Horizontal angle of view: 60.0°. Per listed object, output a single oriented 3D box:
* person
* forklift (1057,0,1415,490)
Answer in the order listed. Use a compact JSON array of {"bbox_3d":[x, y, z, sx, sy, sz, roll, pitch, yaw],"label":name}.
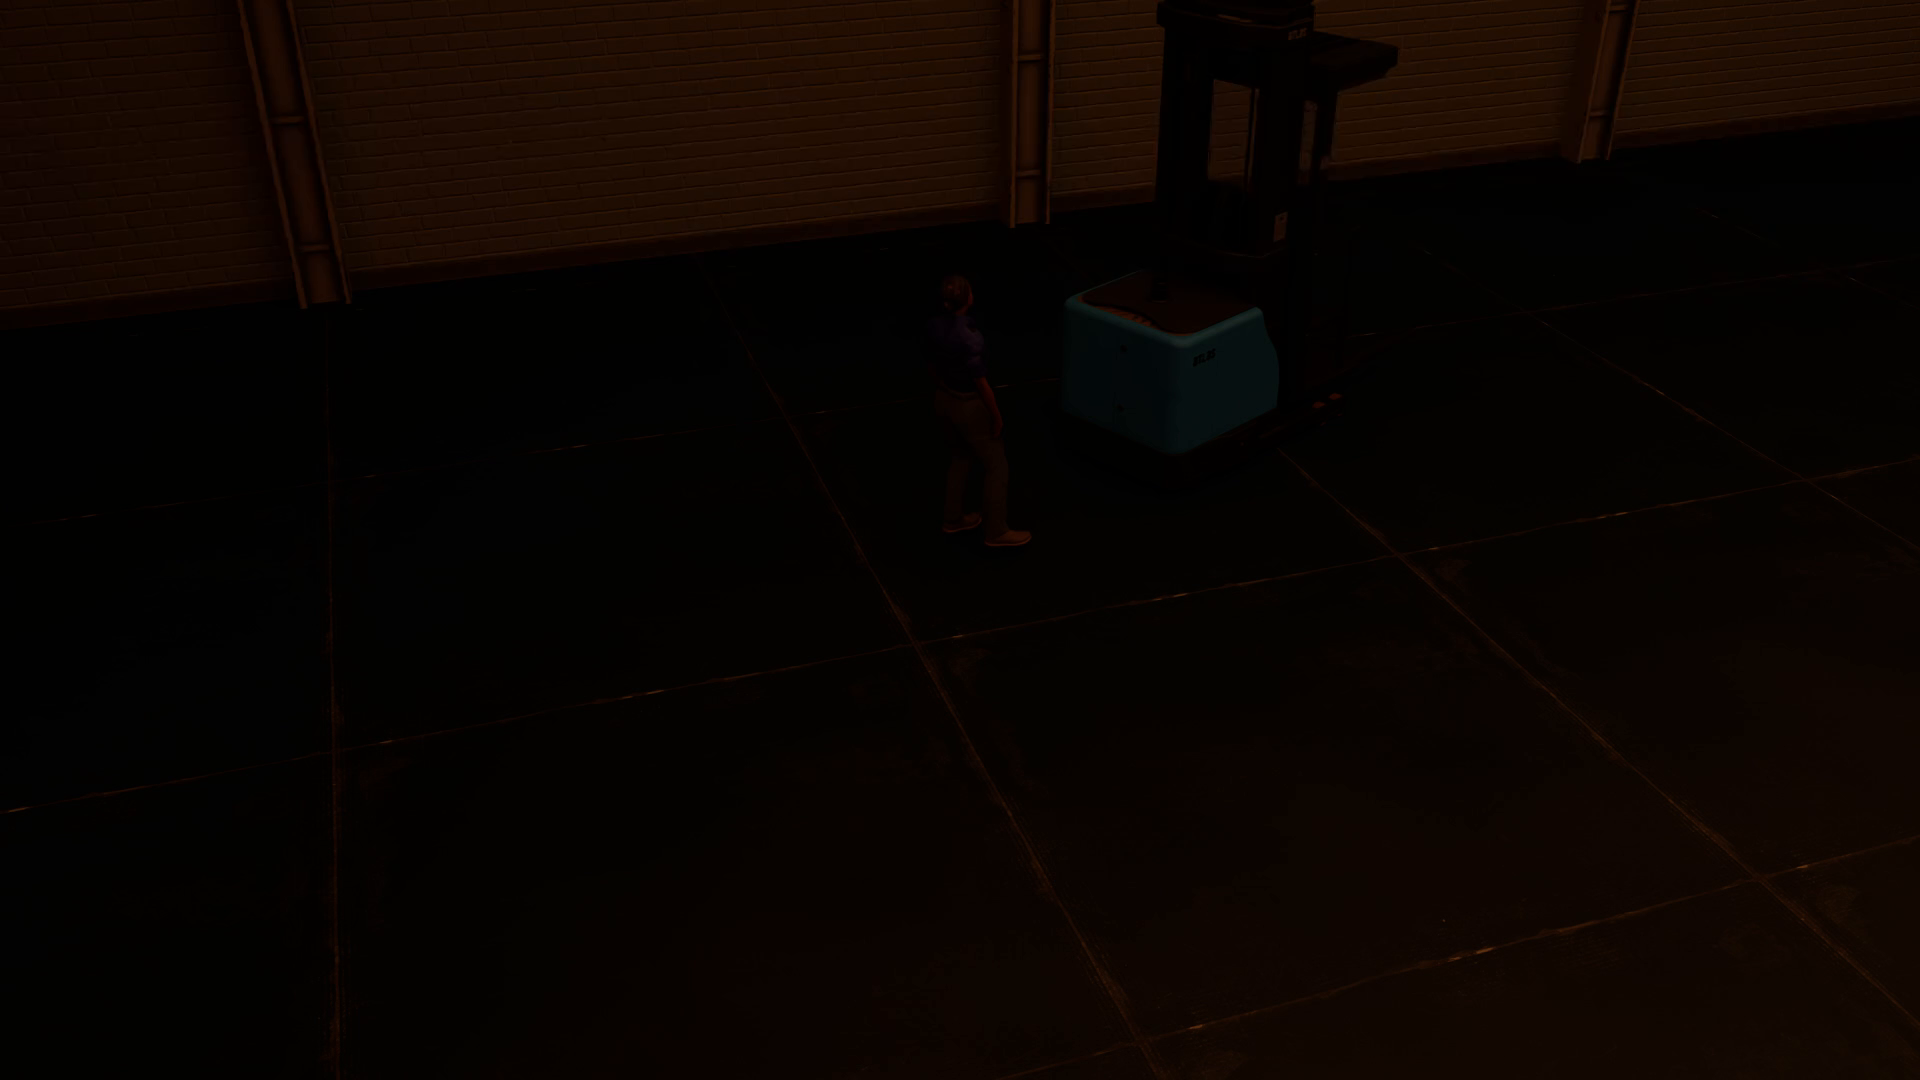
[{"bbox_3d":[0.081,-0.755,9.626,0.415,1.649,0.644,-24,38,-35],"label":"person"},{"bbox_3d":[2.047,-2.214,10.935,3.031,2.935,1.130,-26,39,-37],"label":"forklift"}]
